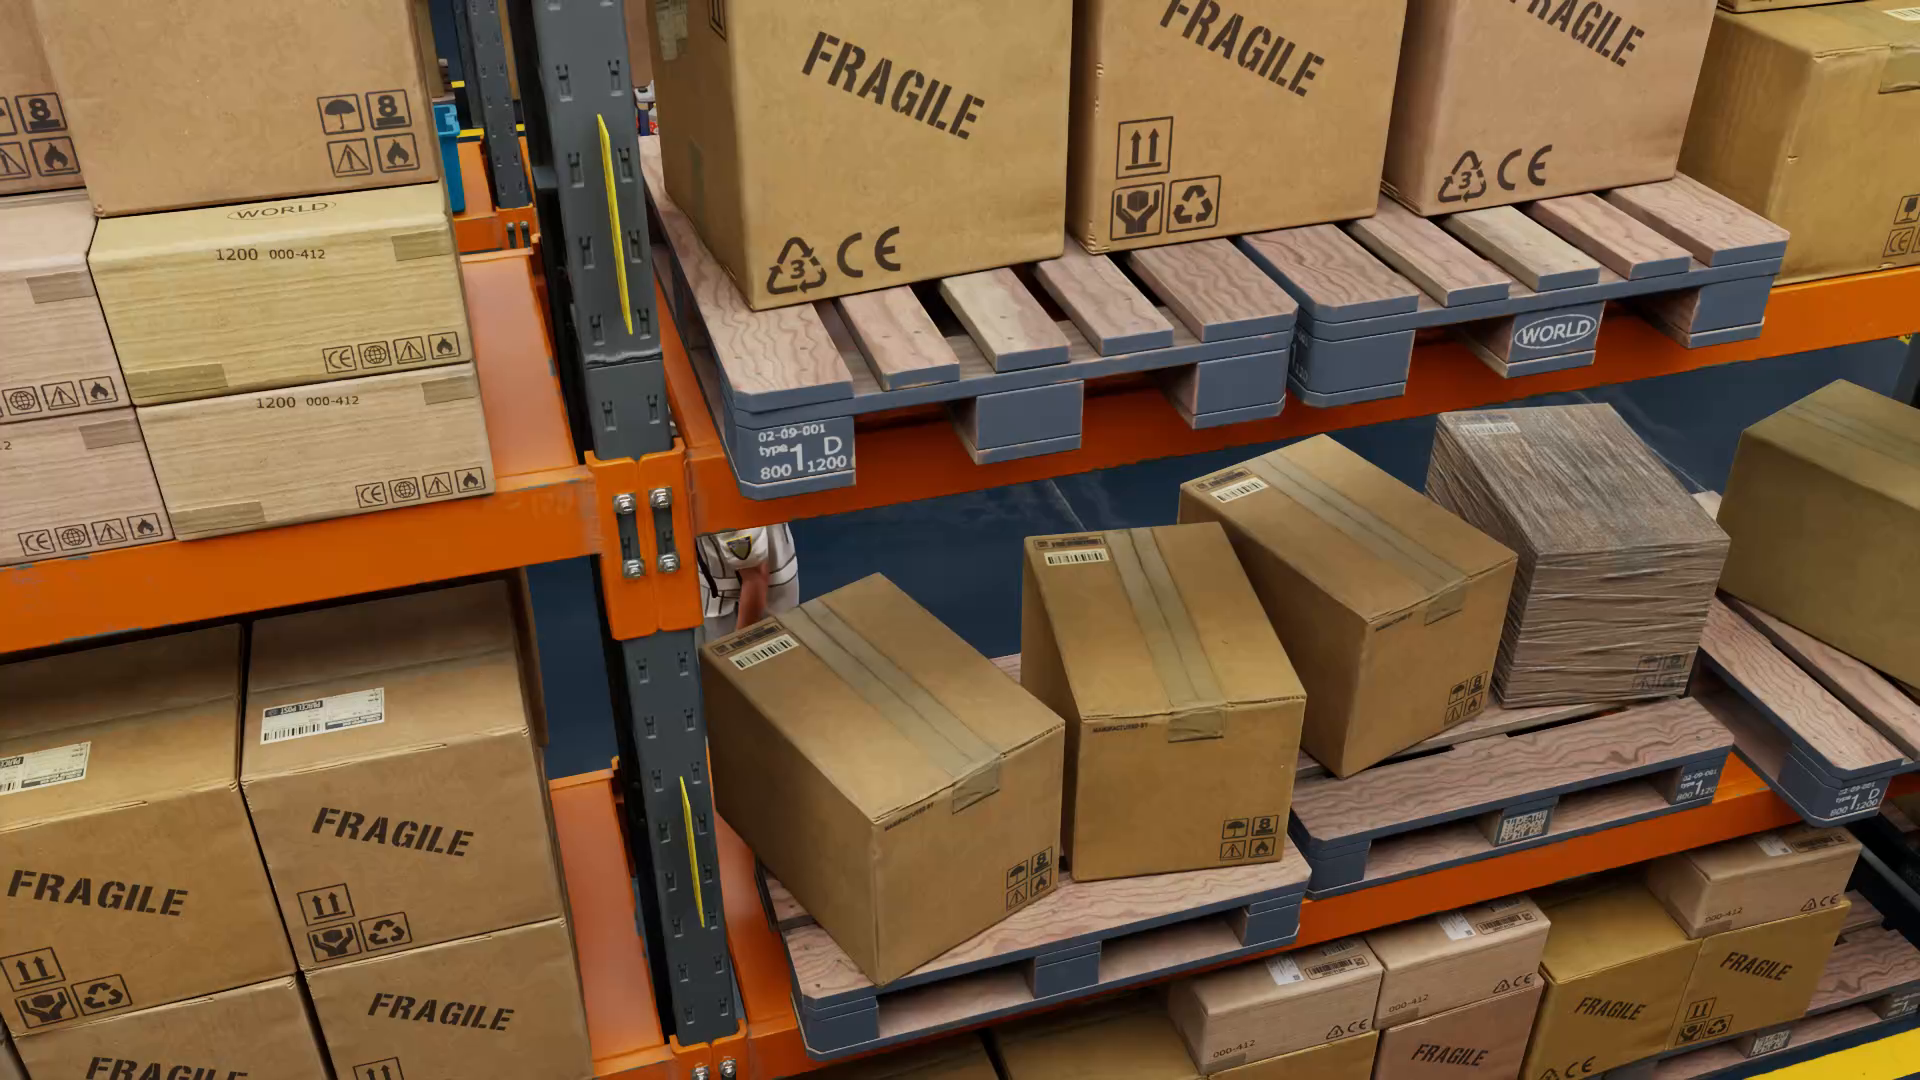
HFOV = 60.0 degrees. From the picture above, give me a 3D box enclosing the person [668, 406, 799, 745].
[{"bbox_3d":[-0.789,0.210,5.818,0.429,1.749,0.600,-11,35,-16],"label":"person"}]
